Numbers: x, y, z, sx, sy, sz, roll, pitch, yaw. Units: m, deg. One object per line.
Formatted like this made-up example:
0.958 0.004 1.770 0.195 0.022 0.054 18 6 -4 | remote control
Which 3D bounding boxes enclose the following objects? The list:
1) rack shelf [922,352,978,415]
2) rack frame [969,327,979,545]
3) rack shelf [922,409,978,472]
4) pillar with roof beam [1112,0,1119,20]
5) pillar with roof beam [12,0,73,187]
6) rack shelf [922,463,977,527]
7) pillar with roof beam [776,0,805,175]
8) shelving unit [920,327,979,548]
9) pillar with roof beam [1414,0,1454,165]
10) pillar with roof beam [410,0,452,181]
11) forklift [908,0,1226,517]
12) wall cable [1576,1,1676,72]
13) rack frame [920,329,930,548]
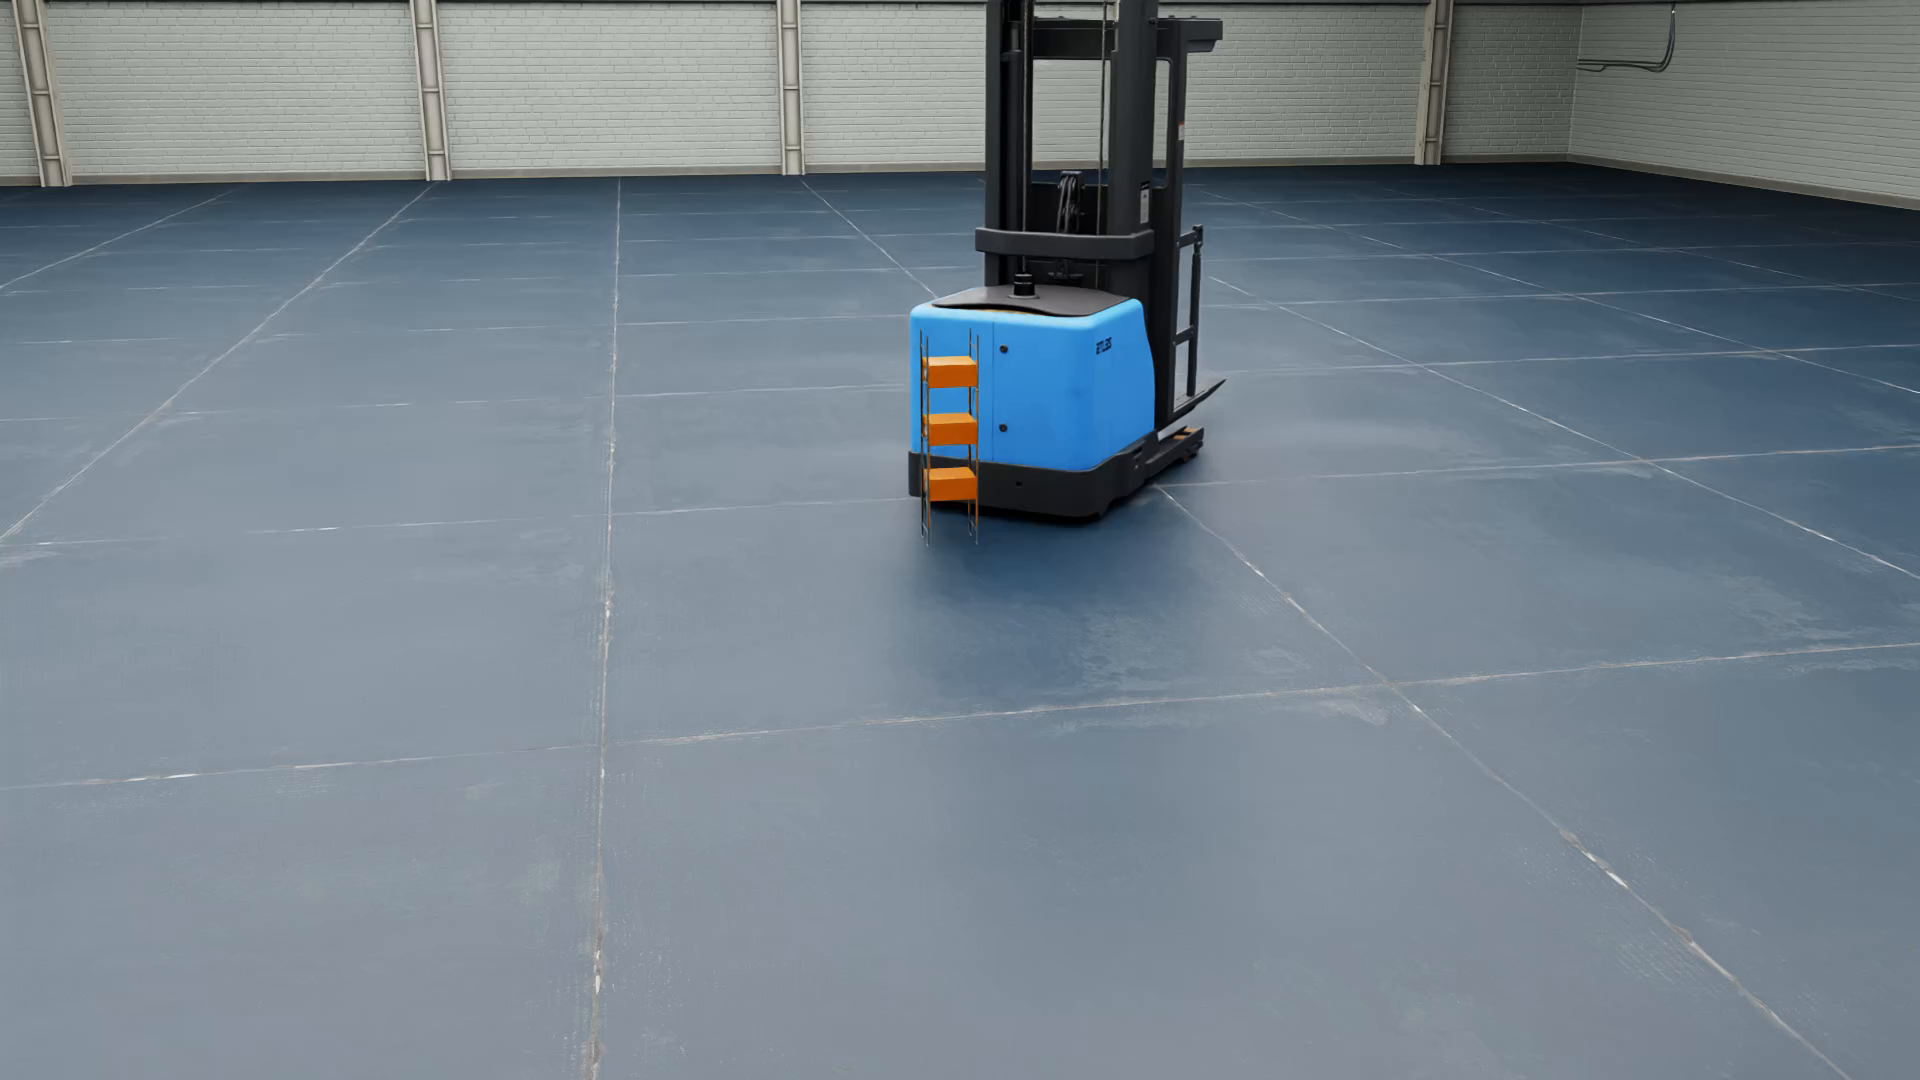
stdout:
-0.053 -0.760 8.068 0.240 0.259 0.215 -3 17 -10 | rack shelf
0.067 -0.506 8.170 0.008 1.050 0.200 -3 17 -10 | rack frame
-0.053 -0.489 8.151 0.240 0.259 0.215 -3 17 -10 | rack shelf
3.765 -9.843 25.032 0.400 9.000 9.100 -3 17 -10 | pillar with roof beam
-13.908 -8.840 21.768 0.400 9.000 9.100 -3 17 -10 | pillar with roof beam
-0.053 -0.223 8.233 0.240 0.259 0.215 -3 17 -10 | rack shelf
-2.126 -9.509 23.944 0.400 9.000 9.100 -3 17 -10 | pillar with roof beam
-0.053 -0.499 8.148 0.252 1.050 0.215 -3 17 -10 | shelving unit
9.656 -10.177 26.120 0.400 9.000 9.100 -3 17 -10 | pillar with roof beam
-8.017 -9.175 22.856 0.400 9.000 9.100 -3 17 -10 | pillar with roof beam
0.812 -1.905 9.521 1.130 2.935 3.031 8 19 24 | forklift
11.983 -9.717 29.909 0.112 2.526 3.097 -3 17 -10 | wall cable
-0.172 -0.492 8.126 0.008 1.050 0.200 -3 17 -10 | rack frame
